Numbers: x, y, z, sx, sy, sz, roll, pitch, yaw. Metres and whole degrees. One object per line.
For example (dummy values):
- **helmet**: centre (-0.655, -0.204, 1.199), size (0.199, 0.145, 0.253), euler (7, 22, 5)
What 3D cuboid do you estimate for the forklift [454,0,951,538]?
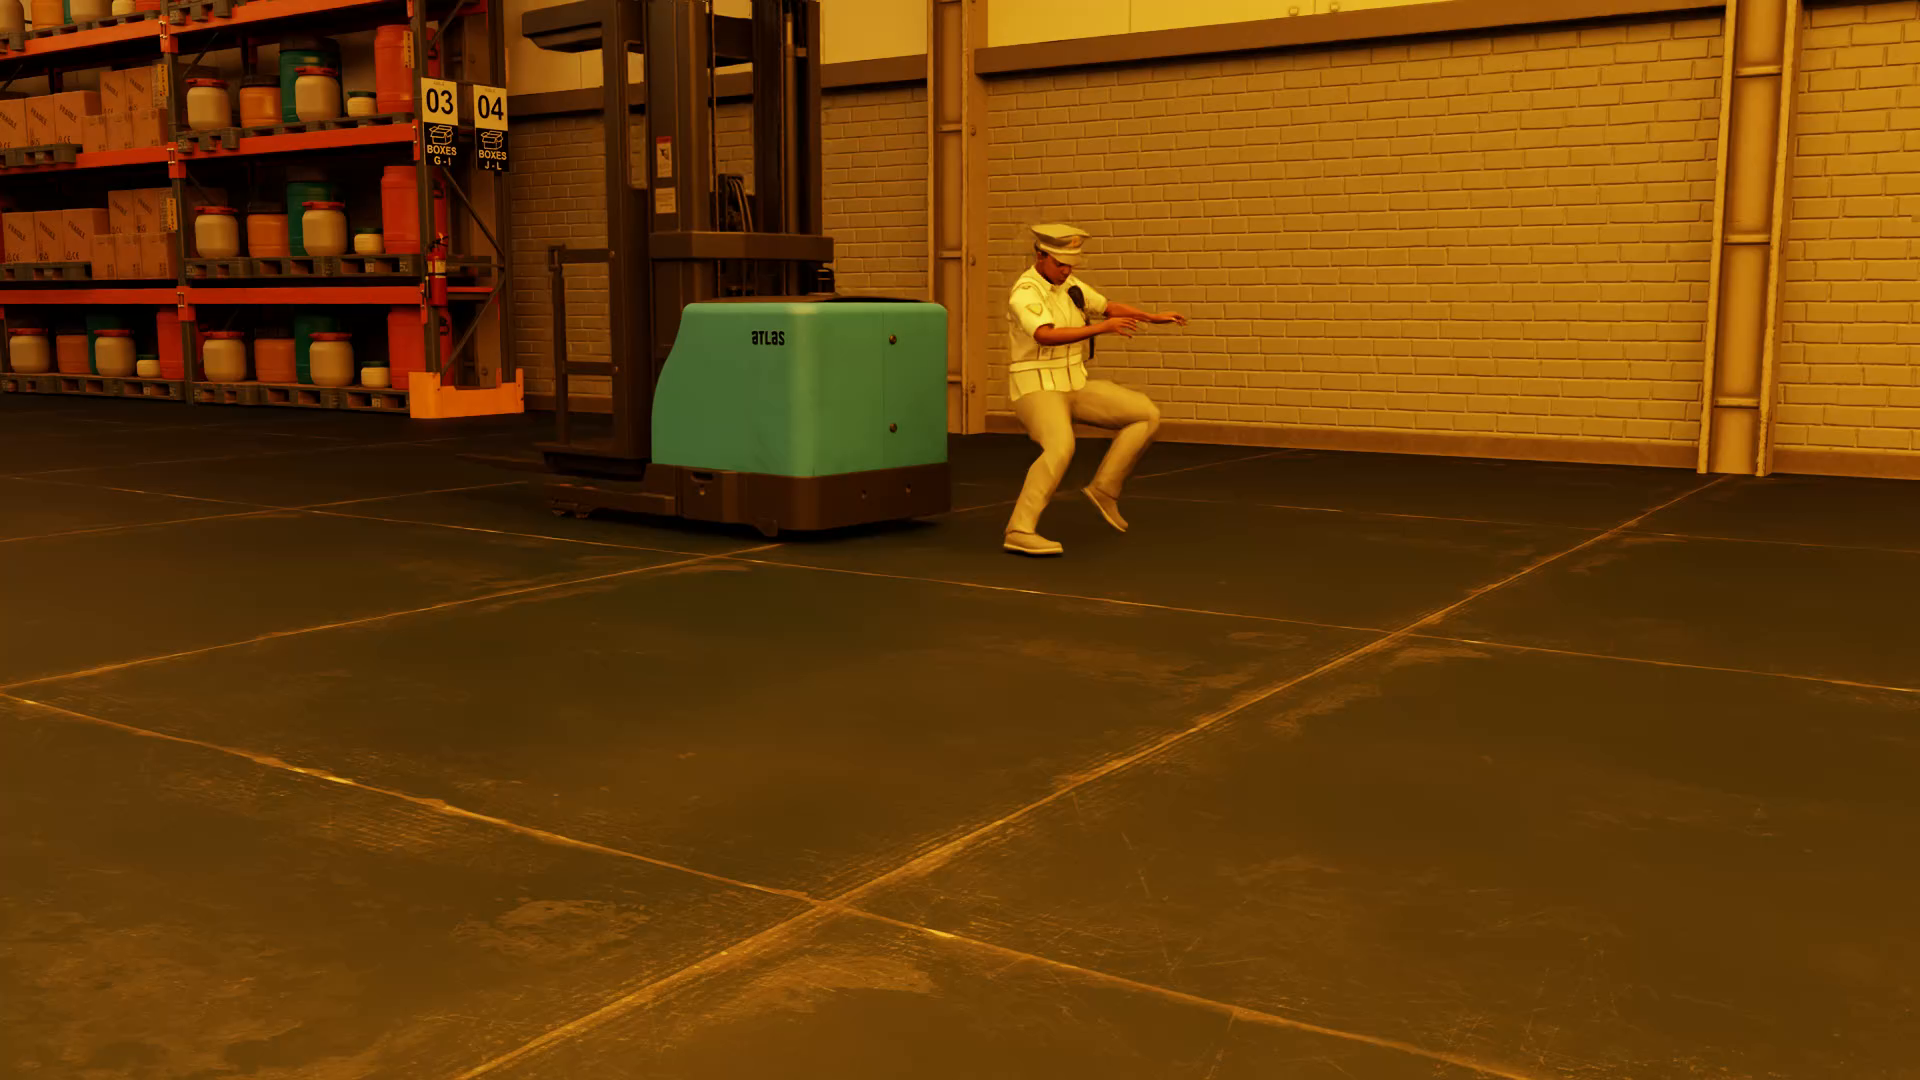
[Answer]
- **forklift**: centre (-1.492, -1.608, 8.498), size (3.031, 2.935, 1.130), euler (7, 11, 40)

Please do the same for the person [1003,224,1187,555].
- **person**: centre (0.546, -0.689, 7.390), size (0.749, 1.415, 0.916), euler (8, 11, 43)
